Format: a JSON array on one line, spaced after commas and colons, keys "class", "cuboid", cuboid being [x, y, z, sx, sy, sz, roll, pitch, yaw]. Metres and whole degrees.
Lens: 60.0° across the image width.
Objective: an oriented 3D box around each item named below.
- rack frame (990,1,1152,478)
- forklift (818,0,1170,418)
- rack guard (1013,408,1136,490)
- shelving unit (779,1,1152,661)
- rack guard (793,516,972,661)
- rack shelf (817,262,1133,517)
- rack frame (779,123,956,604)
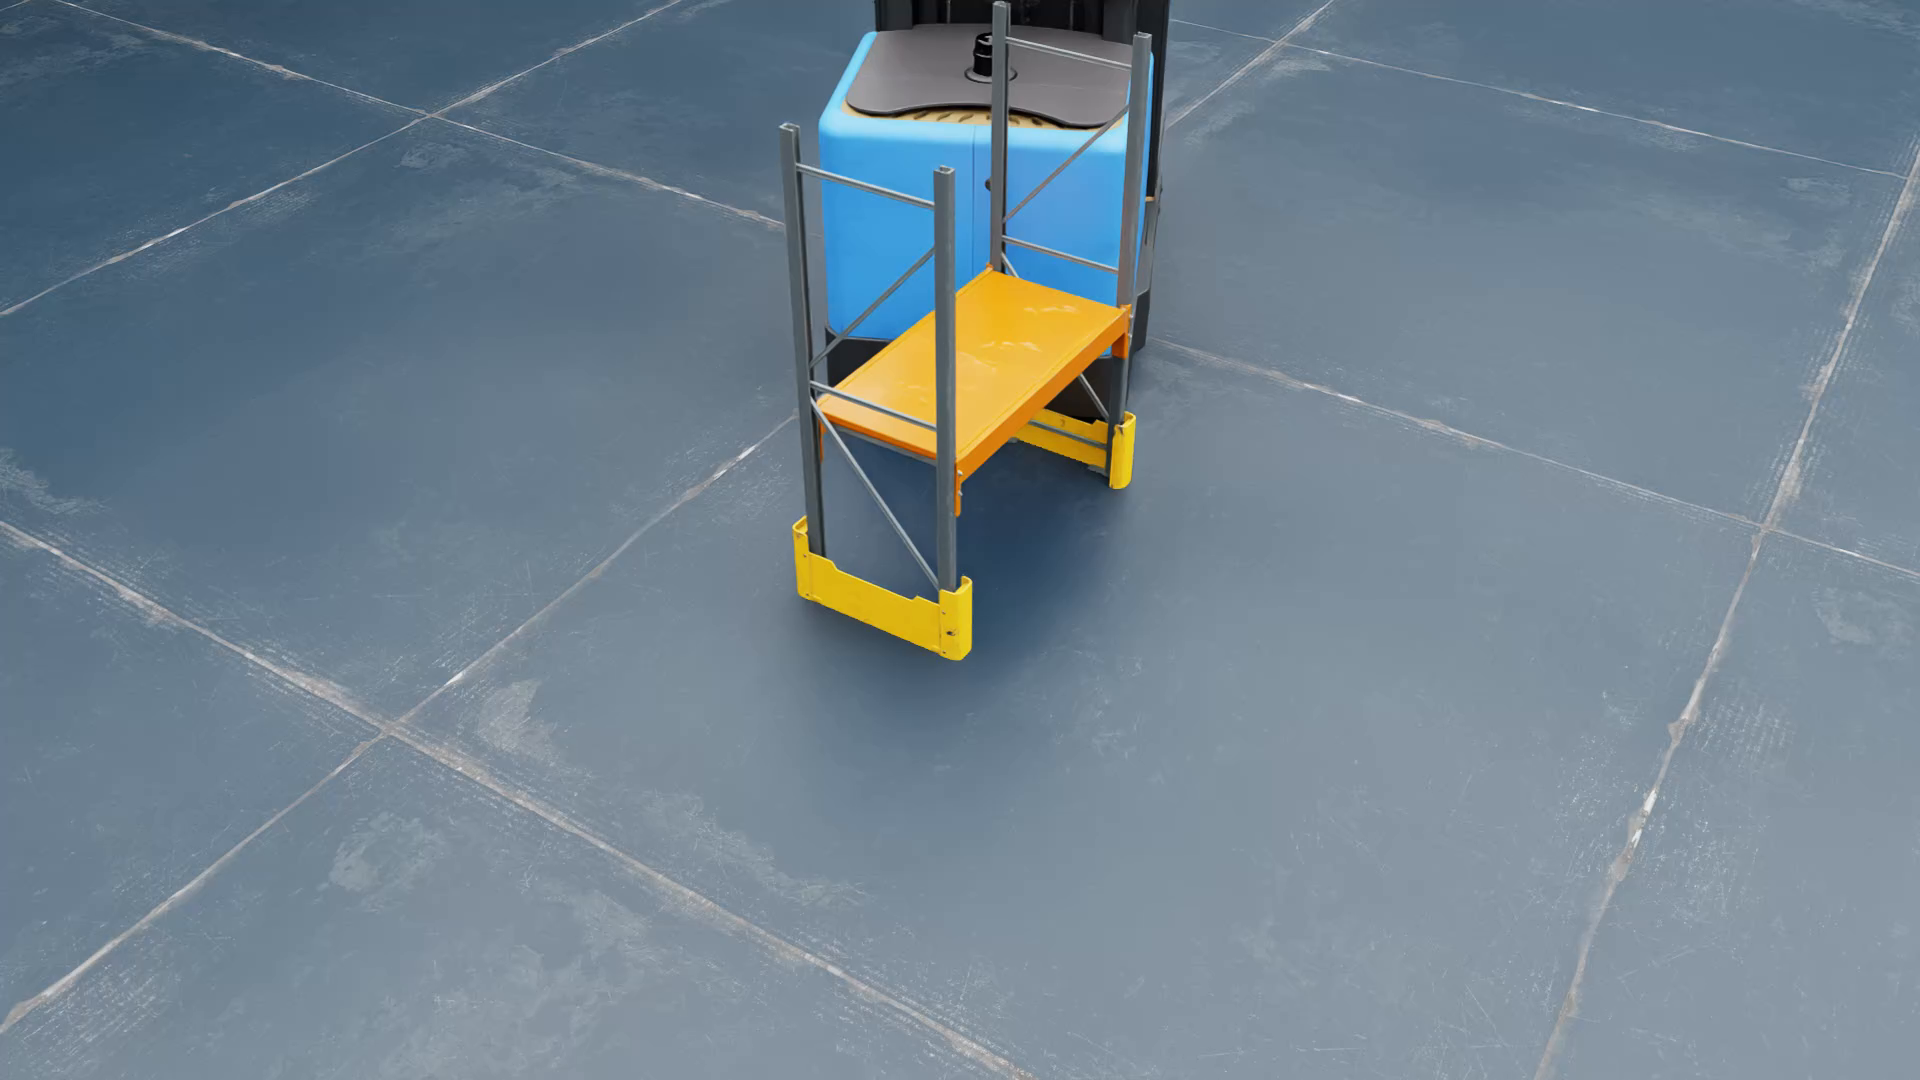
[{"class": "rack frame", "cuboid": [0.313, -0.881, 5.164, 0.500, 1.500, 0.032, 21, 42, 25]}, {"class": "forklift", "cuboid": [0.265, -2.472, 6.056, 1.130, 2.935, 3.031, 5, 38, 7]}, {"class": "rack guard", "cuboid": [0.303, -0.376, 5.532, 0.587, 0.250, 0.087, 21, 42, 25]}, {"class": "shelving unit", "cuboid": [0.037, -0.614, 4.817, 0.587, 1.500, 1.083, 21, 42, 25]}, {"class": "rack guard", "cuboid": [-0.229, 0.138, 4.866, 0.587, 0.250, 0.087, 21, 42, 25]}, {"class": "rack shelf", "cuboid": [0.042, -0.476, 4.933, 0.538, 0.185, 1.000, 21, 42, 25]}, {"class": "rack frame", "cuboid": [-0.230, -0.356, 4.483, 0.500, 1.500, 0.032, 21, 42, 25]}]
